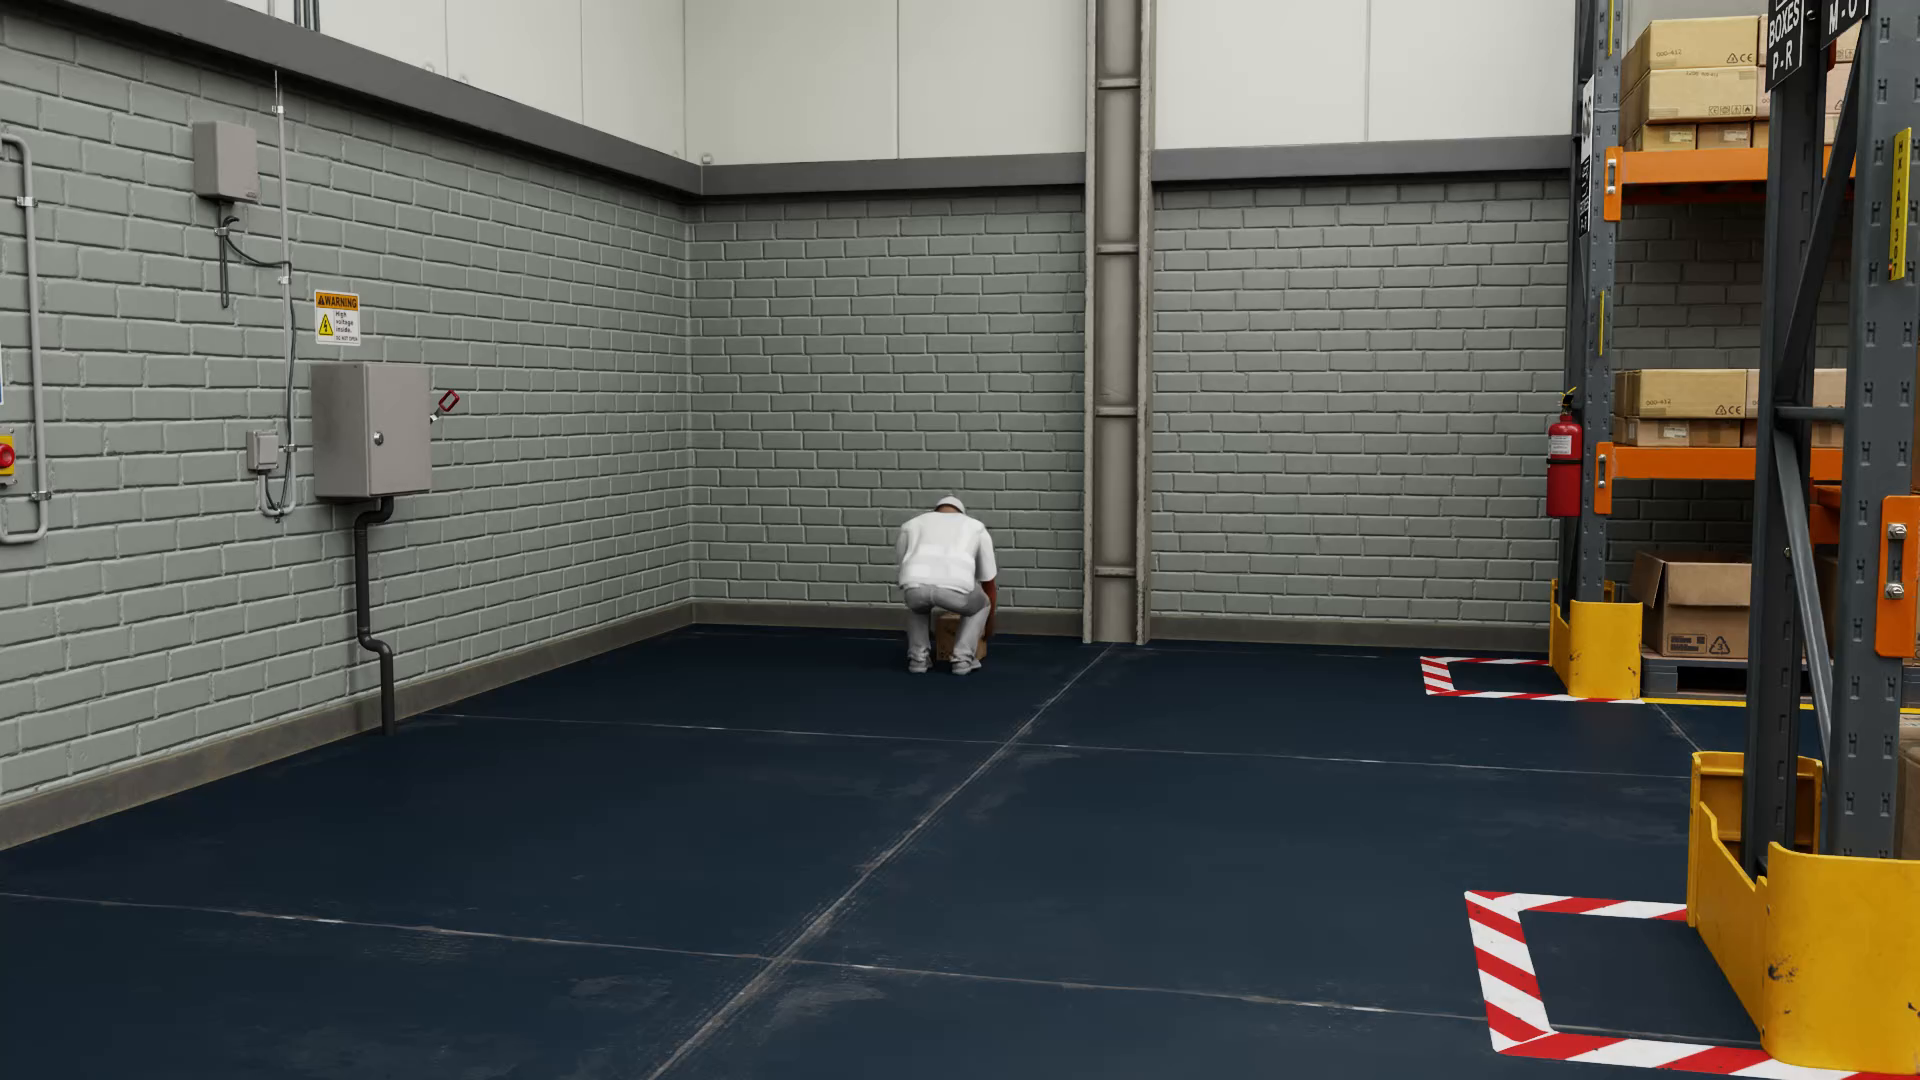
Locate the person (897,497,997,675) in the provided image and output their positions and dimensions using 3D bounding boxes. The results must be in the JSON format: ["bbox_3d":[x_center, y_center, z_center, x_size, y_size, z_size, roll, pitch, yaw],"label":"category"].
[{"bbox_3d":[-0.113,0.254,9.618,0.580,0.975,0.893,1,5,13],"label":"person"}]
